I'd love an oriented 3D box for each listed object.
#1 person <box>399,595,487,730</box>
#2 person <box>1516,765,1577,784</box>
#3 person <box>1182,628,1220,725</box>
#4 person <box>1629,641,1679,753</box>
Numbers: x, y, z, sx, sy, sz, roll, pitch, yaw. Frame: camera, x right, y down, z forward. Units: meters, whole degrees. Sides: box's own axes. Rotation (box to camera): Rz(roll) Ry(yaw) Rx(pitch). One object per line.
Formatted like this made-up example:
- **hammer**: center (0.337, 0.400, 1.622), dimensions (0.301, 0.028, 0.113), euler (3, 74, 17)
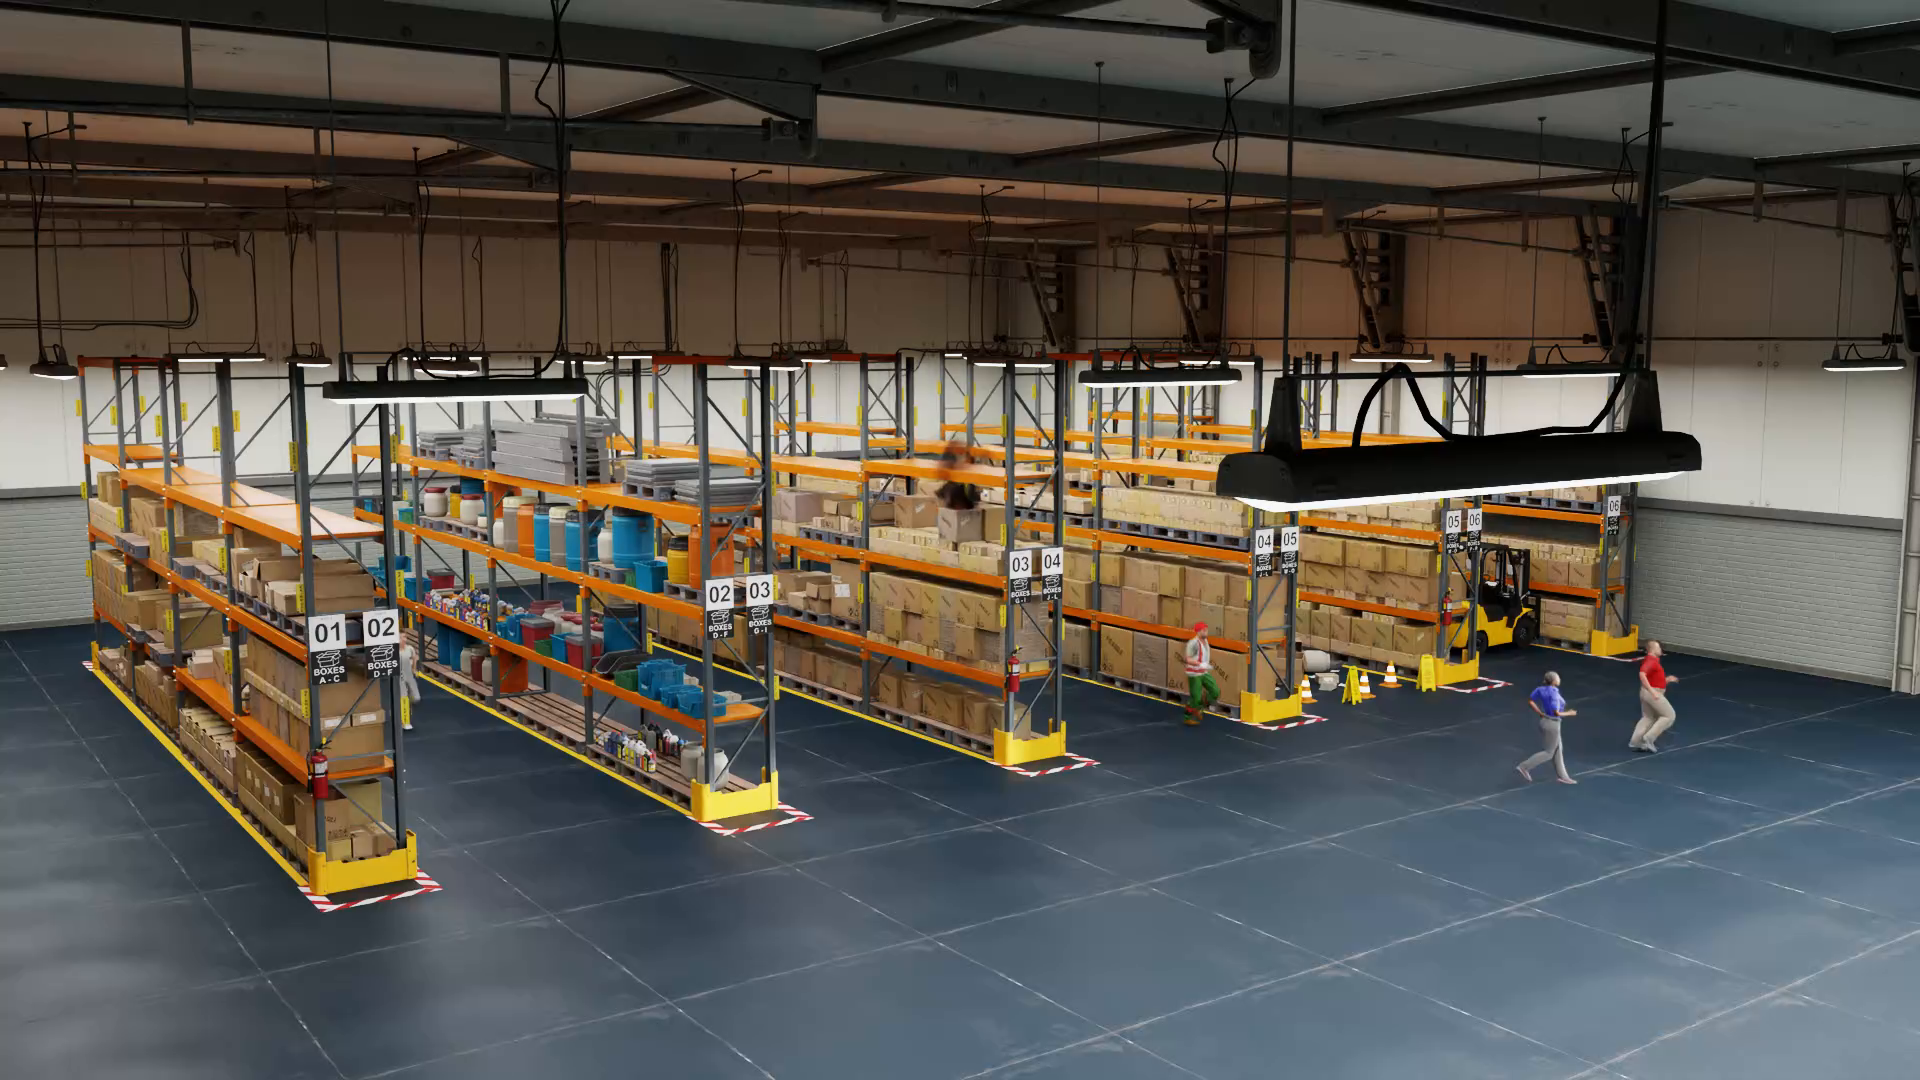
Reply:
- **person**: center (-8.956, 2.057, 28.868), dimensions (3.232, 1.563, 3.361), euler (-6, 9, -42)
- **person**: center (8.312, 3.322, 23.551), dimensions (0.920, 0.329, 0.209), euler (0, 7, -3)
- **person**: center (3.910, 2.242, 27.137), dimensions (0.602, 1.606, 0.674), euler (6, 9, 42)
- **person**: center (10.657, 2.403, 25.474), dimensions (0.670, 1.719, 0.646), euler (1, 7, 8)
